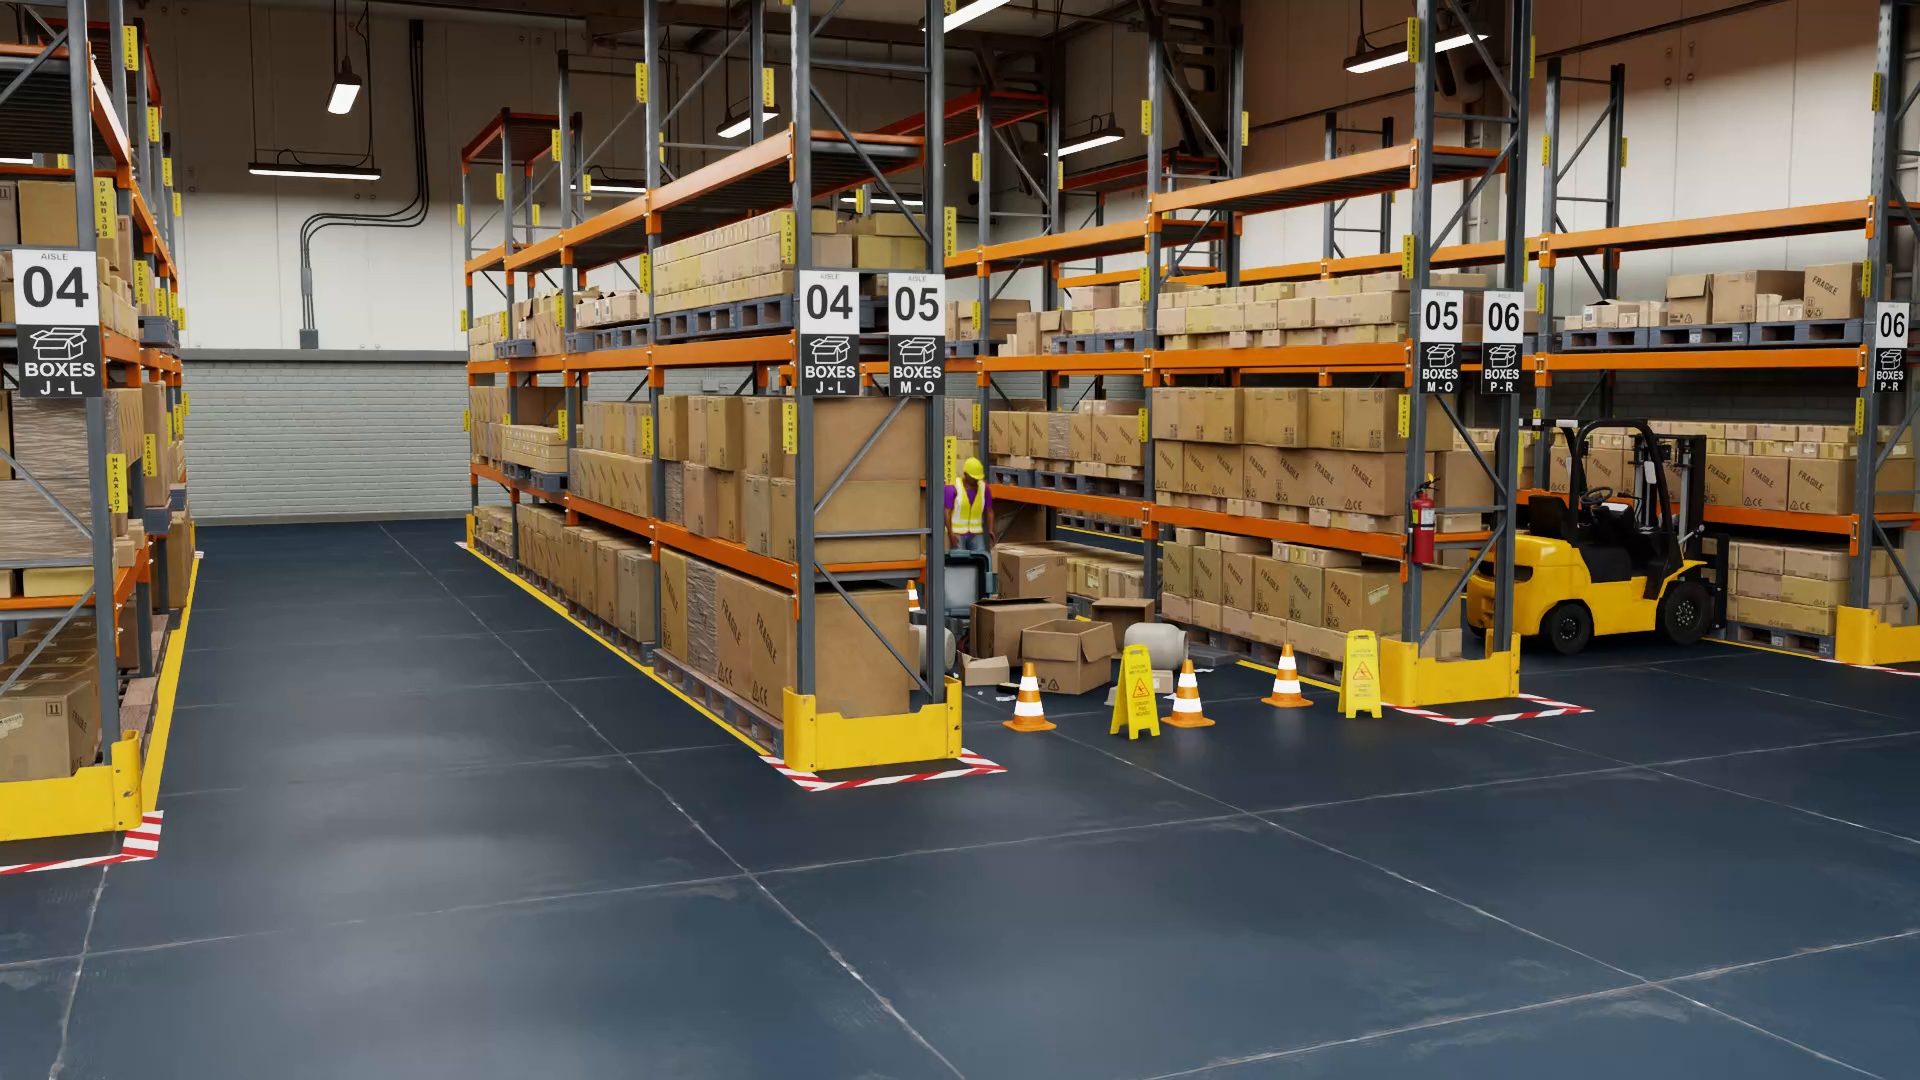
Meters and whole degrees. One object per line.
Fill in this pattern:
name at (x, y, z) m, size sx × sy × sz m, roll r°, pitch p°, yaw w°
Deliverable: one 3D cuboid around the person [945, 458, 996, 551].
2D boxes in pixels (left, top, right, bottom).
person at (0.099, -0.052, 18.091) m, size 0.598 × 1.696 × 0.491 m, roll -2°, pitch 6°, yaw -22°
